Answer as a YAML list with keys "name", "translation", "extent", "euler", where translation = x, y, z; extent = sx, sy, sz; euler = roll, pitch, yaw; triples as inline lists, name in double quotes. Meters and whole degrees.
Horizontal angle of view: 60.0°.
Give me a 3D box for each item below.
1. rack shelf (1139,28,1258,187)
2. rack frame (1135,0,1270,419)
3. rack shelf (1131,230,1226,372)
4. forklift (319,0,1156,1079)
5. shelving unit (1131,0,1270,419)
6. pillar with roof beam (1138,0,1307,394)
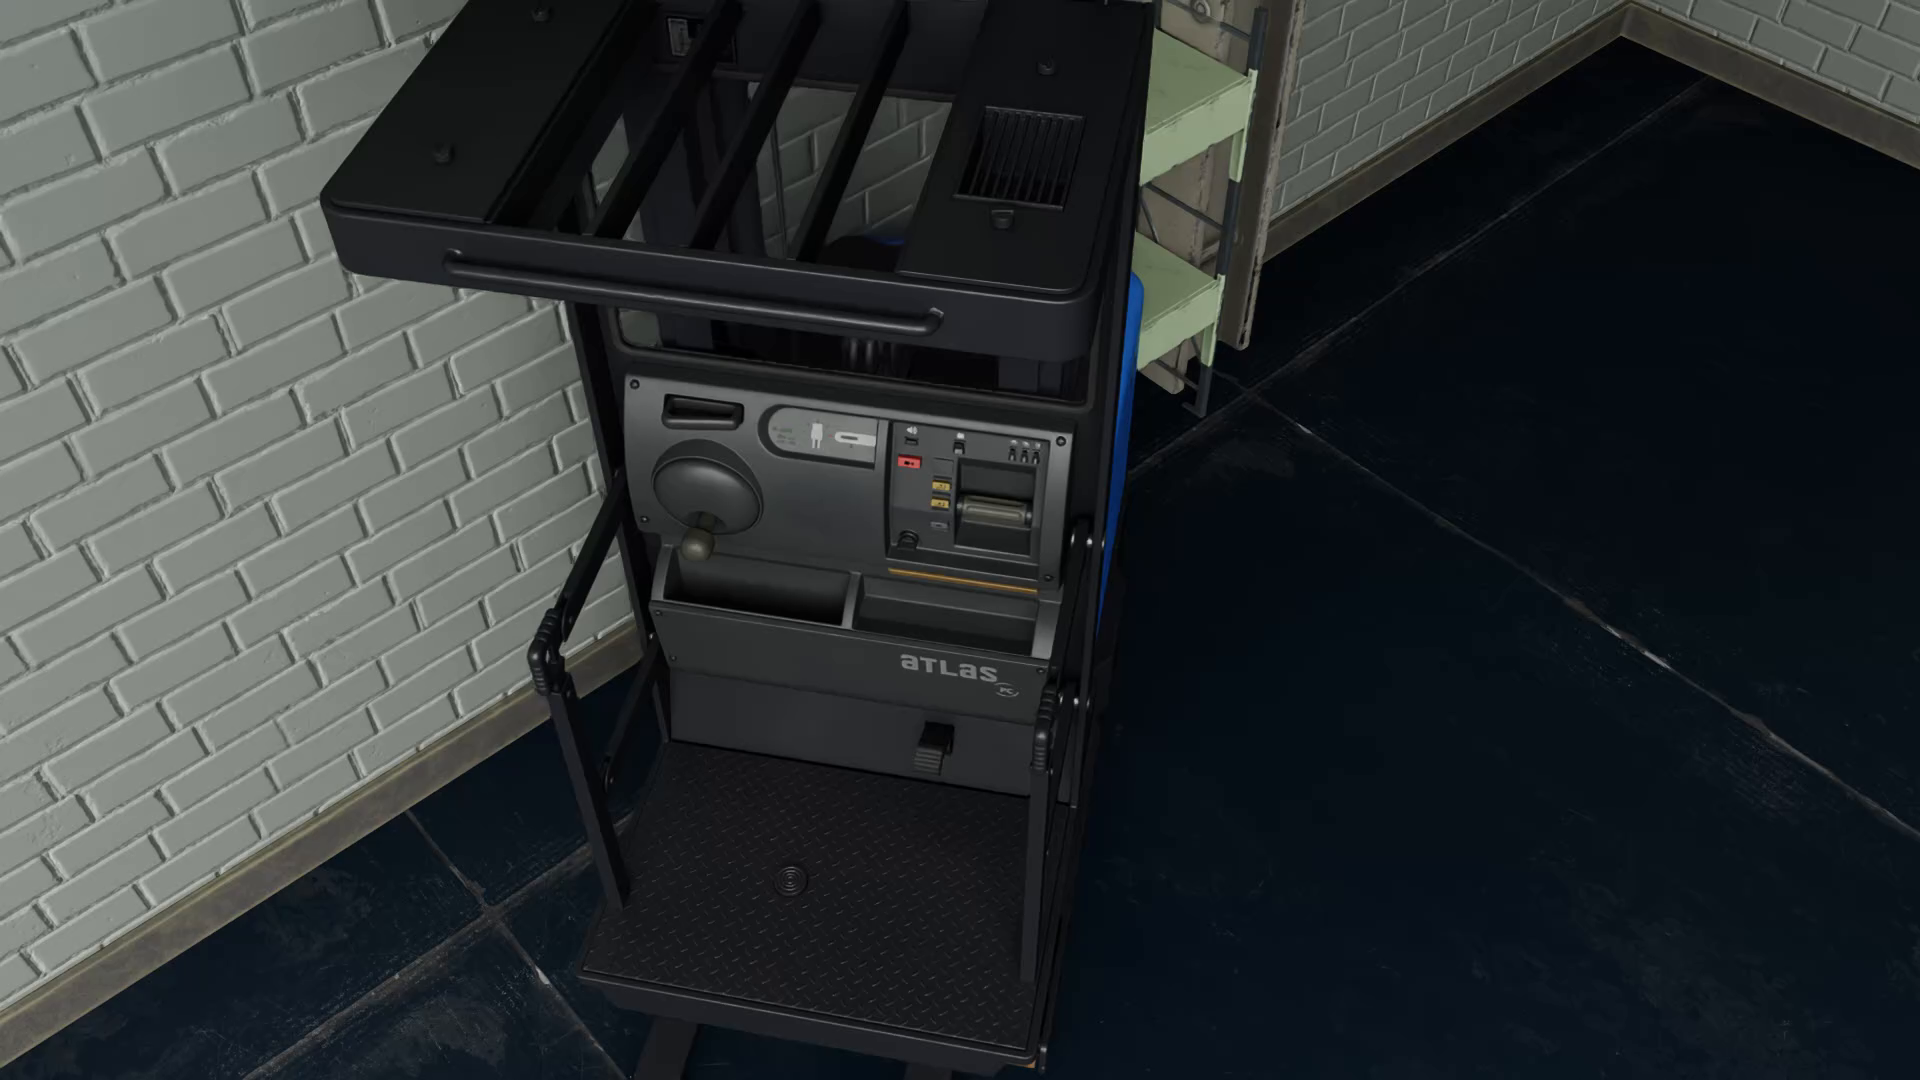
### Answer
- name: "rack shelf"
  translation: [0.430, -1.127, 4.727]
  extent: [0.720, 0.370, 0.431]
  euler: [-33, 55, -28]
- name: "rack frame"
  translation: [0.696, -1.038, 5.183]
  extent: [0.023, 1.500, 0.400]
  euler: [-33, 55, -28]
- name: "rack shelf"
  translation: [0.423, -0.636, 5.249]
  extent: [0.720, 0.370, 0.431]
  euler: [-33, 55, -28]
- name: "forklift"
  translation: [-0.276, -0.015, 3.269]
  extent: [1.130, 2.935, 3.031]
  euler: [8, 48, 7]
- name: "shelving unit"
  translation: [0.426, -0.860, 5.011]
  extent: [0.755, 1.500, 0.431]
  euler: [-33, 55, -28]
- name: "pillar with roof beam"
  translation: [3.674, -1.390, 0.410]
  extent: [0.400, 9.000, 9.100]
  euler: [-34, 56, -27]
